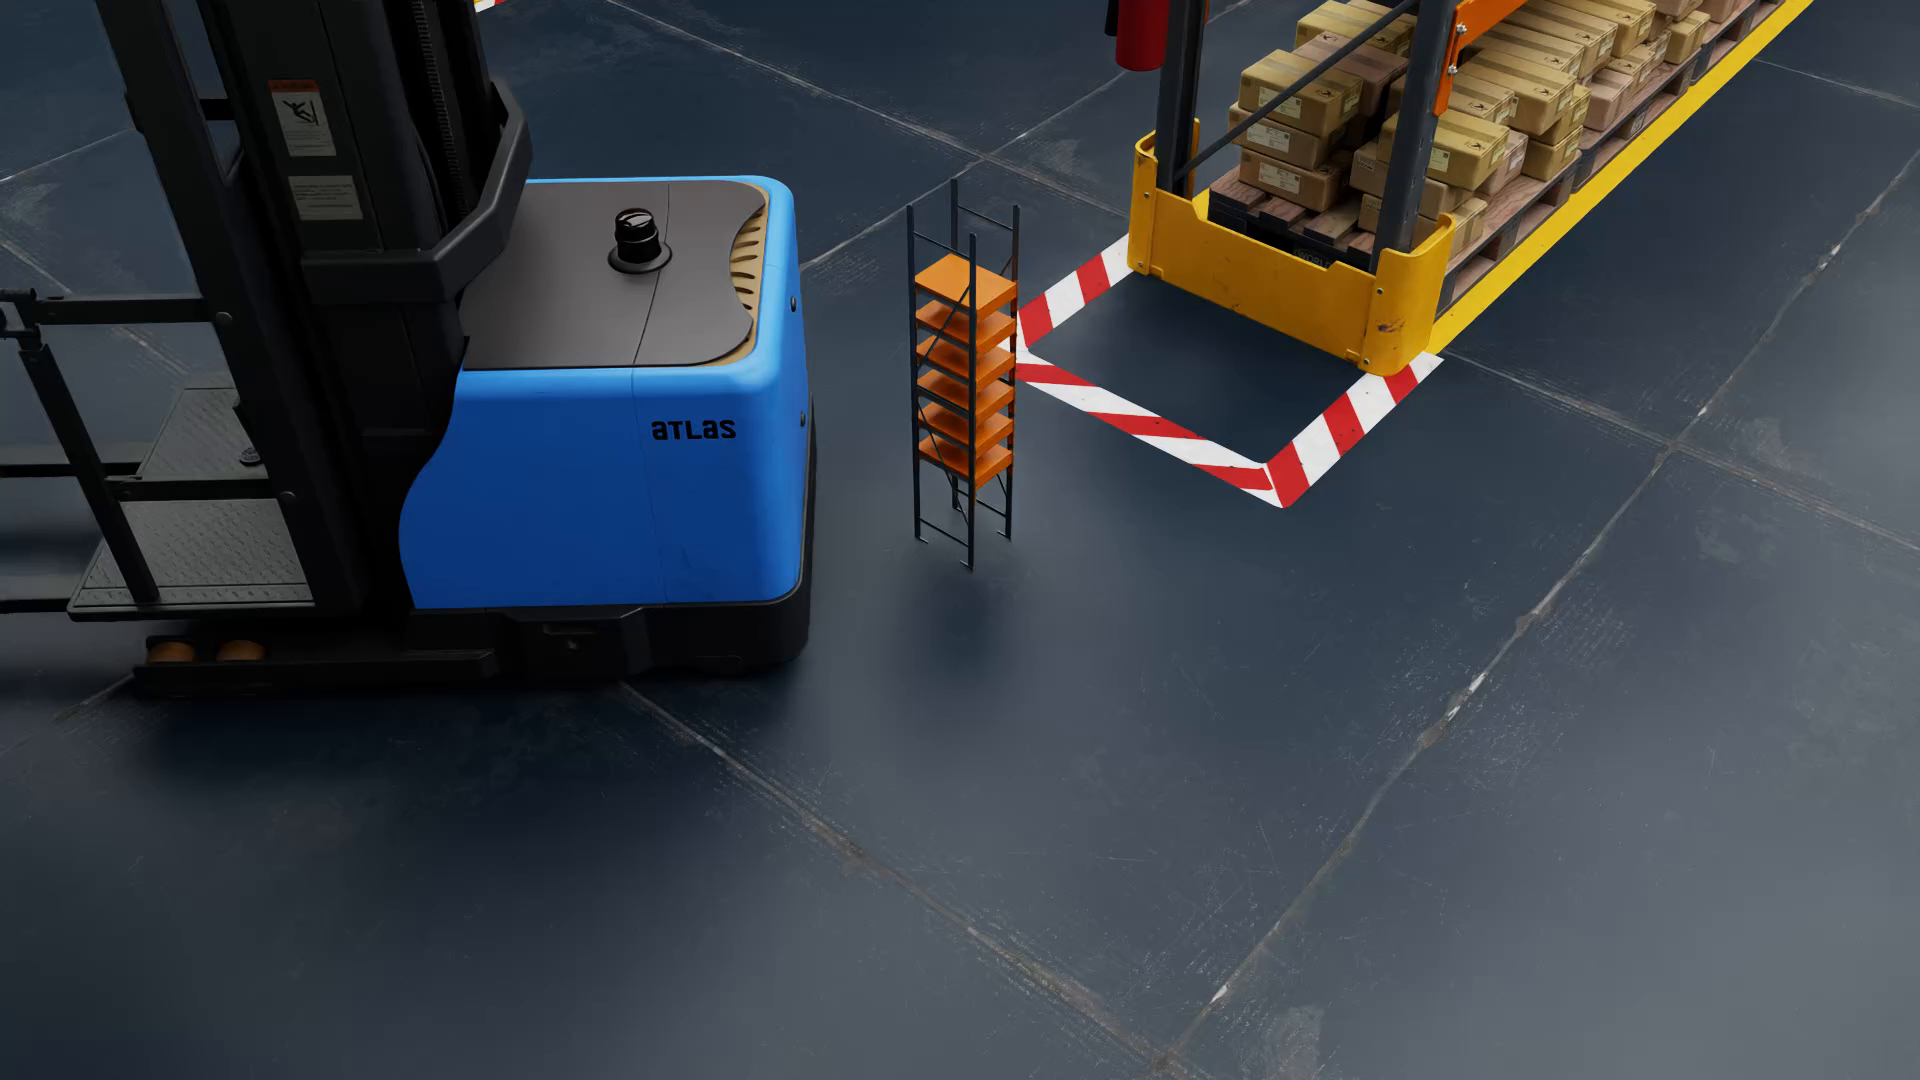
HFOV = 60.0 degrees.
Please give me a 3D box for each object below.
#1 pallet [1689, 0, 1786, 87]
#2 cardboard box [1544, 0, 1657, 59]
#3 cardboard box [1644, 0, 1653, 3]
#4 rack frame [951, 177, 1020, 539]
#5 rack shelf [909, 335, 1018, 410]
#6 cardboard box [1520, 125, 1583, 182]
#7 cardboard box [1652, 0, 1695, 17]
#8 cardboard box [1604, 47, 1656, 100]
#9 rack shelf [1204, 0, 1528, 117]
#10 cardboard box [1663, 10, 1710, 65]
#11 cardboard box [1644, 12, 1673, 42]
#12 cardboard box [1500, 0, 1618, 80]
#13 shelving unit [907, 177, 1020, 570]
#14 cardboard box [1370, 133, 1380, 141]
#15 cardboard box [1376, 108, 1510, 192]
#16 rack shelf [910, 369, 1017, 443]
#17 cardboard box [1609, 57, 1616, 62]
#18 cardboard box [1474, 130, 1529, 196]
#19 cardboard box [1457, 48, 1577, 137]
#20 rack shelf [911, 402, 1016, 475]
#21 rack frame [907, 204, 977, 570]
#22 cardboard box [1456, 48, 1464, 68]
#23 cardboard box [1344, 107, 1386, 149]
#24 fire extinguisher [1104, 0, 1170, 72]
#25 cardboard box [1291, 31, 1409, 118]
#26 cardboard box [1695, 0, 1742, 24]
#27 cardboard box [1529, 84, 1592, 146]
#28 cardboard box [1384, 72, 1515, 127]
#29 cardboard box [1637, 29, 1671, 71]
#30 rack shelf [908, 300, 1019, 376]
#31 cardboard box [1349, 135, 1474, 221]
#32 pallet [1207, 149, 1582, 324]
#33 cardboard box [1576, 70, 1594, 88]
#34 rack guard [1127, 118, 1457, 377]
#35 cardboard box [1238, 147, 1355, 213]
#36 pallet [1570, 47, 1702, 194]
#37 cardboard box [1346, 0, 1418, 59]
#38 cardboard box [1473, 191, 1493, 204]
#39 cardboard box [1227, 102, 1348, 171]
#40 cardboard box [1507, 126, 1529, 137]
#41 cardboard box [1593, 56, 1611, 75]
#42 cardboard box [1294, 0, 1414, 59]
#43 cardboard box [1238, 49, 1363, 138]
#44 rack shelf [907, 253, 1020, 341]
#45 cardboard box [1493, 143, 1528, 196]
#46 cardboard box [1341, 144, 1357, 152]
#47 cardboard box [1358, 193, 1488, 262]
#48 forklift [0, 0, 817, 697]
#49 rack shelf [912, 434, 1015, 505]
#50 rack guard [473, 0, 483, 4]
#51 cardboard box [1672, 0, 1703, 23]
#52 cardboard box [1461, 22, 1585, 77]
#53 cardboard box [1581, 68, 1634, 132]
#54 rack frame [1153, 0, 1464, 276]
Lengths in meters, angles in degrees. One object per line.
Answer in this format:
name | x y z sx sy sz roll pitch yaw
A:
pallet | 3.295 -2.638 7.994 1.003 0.211 1.213 29 50 28
cardboard box | 2.555 -2.101 6.695 0.380 0.149 0.250 30 50 29
cardboard box | 2.643 -2.271 6.883 0.380 0.149 0.250 30 50 29
rack frame | 0.068 -0.498 4.906 0.240 1.200 0.006 29 50 28
rack shelf | 0.009 -0.507 4.804 0.258 0.103 0.180 29 50 28
cardboard box | 2.217 -1.588 6.574 0.380 0.149 0.250 30 50 29
cardboard box | 2.887 -2.352 6.972 0.380 0.149 0.250 28 49 27
cardboard box | 2.693 -2.005 7.032 0.380 0.149 0.250 30 50 28
rack shelf | 2.413 -2.735 6.563 1.077 0.370 4.000 29 50 28
cardboard box | 3.042 -2.249 7.301 0.380 0.149 0.250 29 50 28
cardboard box | 2.844 -2.296 7.131 0.380 0.149 0.250 27 49 27
cardboard box | 2.350 -1.985 6.568 0.380 0.149 0.250 32 51 30
shelving unit | 0.009 -0.451 4.855 0.258 1.200 0.189 29 50 28
cardboard box | 1.629 -1.708 6.706 0.380 0.149 0.250 29 50 28
cardboard box | 1.723 -1.414 5.941 0.380 0.149 0.250 27 49 27
rack shelf | 0.009 -0.419 4.884 0.258 0.103 0.180 29 50 28
cardboard box | 2.639 -2.176 7.000 0.380 0.149 0.250 32 51 30
cardboard box | 1.879 -1.457 6.208 0.380 0.149 0.250 29 50 28
cardboard box | 2.068 -1.683 6.236 0.380 0.149 0.250 29 50 28
rack shelf | 0.009 -0.330 4.965 0.258 0.103 0.180 29 50 28
rack frame | -0.050 -0.404 4.803 0.240 1.200 0.006 29 50 28
cardboard box | 1.832 -1.939 6.739 0.380 0.149 0.250 29 50 28
cardboard box | 1.456 -1.688 6.463 0.380 0.149 0.250 28 49 28
fire extinguisher | 0.610 -1.875 5.417 0.296 0.674 0.183 29 50 28
cardboard box | 1.478 -1.779 6.341 0.380 0.149 0.250 30 50 29
cardboard box | 3.356 -2.520 7.599 0.380 0.149 0.250 28 49 27
cardboard box | 2.217 -1.706 6.483 0.380 0.149 0.250 31 51 30
cardboard box | 1.808 -1.608 6.154 0.380 0.149 0.250 30 50 29
cardboard box | 2.823 -2.144 7.185 0.380 0.149 0.250 30 50 29
rack shelf | 0.009 -0.596 4.723 0.258 0.103 0.180 29 50 28
cardboard box | 1.659 -1.340 6.080 0.380 0.149 0.250 32 51 30
pallet | 1.725 -1.381 6.612 1.003 0.211 1.213 29 50 28
cardboard box | 2.315 -1.884 6.678 0.380 0.149 0.250 27 49 27
rack guard | 1.175 -1.085 6.072 1.175 0.500 0.348 29 50 28
cardboard box | 1.305 -1.433 6.403 0.380 0.149 0.250 30 50 29
pallet | 2.510 -2.007 7.300 1.003 0.211 1.213 29 50 28
cardboard box | 1.763 -2.073 6.665 0.380 0.149 0.250 27 49 27
cardboard box | 1.814 -1.373 6.337 0.380 0.149 0.250 29 50 28
cardboard box | 1.247 -1.577 6.341 0.380 0.149 0.250 28 49 27
cardboard box | 1.969 -1.621 6.389 0.380 0.149 0.250 30 50 29
cardboard box | 2.458 -2.042 6.852 0.380 0.149 0.250 32 51 30
cardboard box | 1.548 -1.967 6.548 0.380 0.149 0.250 28 49 28
cardboard box | 1.272 -1.674 6.226 0.380 0.149 0.250 30 50 29
rack shelf | 0.009 -0.685 4.642 0.258 0.103 0.180 29 50 28
cardboard box | 1.968 -1.504 6.481 0.380 0.149 0.250 30 50 29
cardboard box | 1.393 -1.609 6.597 0.380 0.149 0.250 31 51 30
cardboard box | 1.708 -1.203 6.150 0.380 0.149 0.250 31 50 29
forklift | -1.969 -0.998 4.169 3.031 2.935 1.130 -1 42 -1
rack shelf | 0.009 -0.241 5.046 0.258 0.103 0.180 29 50 28
rack guard | -2.744 -3.125 8.315 1.175 0.500 0.348 29 50 28
cardboard box | 3.031 -2.425 7.273 0.380 0.149 0.250 31 51 29
cardboard box | 2.165 -1.846 6.416 0.380 0.149 0.250 27 49 27
cardboard box | 2.535 -1.851 6.863 0.380 0.149 0.250 27 49 27
rack frame | 1.126 -1.971 5.188 1.000 3.000 0.127 29 50 28
